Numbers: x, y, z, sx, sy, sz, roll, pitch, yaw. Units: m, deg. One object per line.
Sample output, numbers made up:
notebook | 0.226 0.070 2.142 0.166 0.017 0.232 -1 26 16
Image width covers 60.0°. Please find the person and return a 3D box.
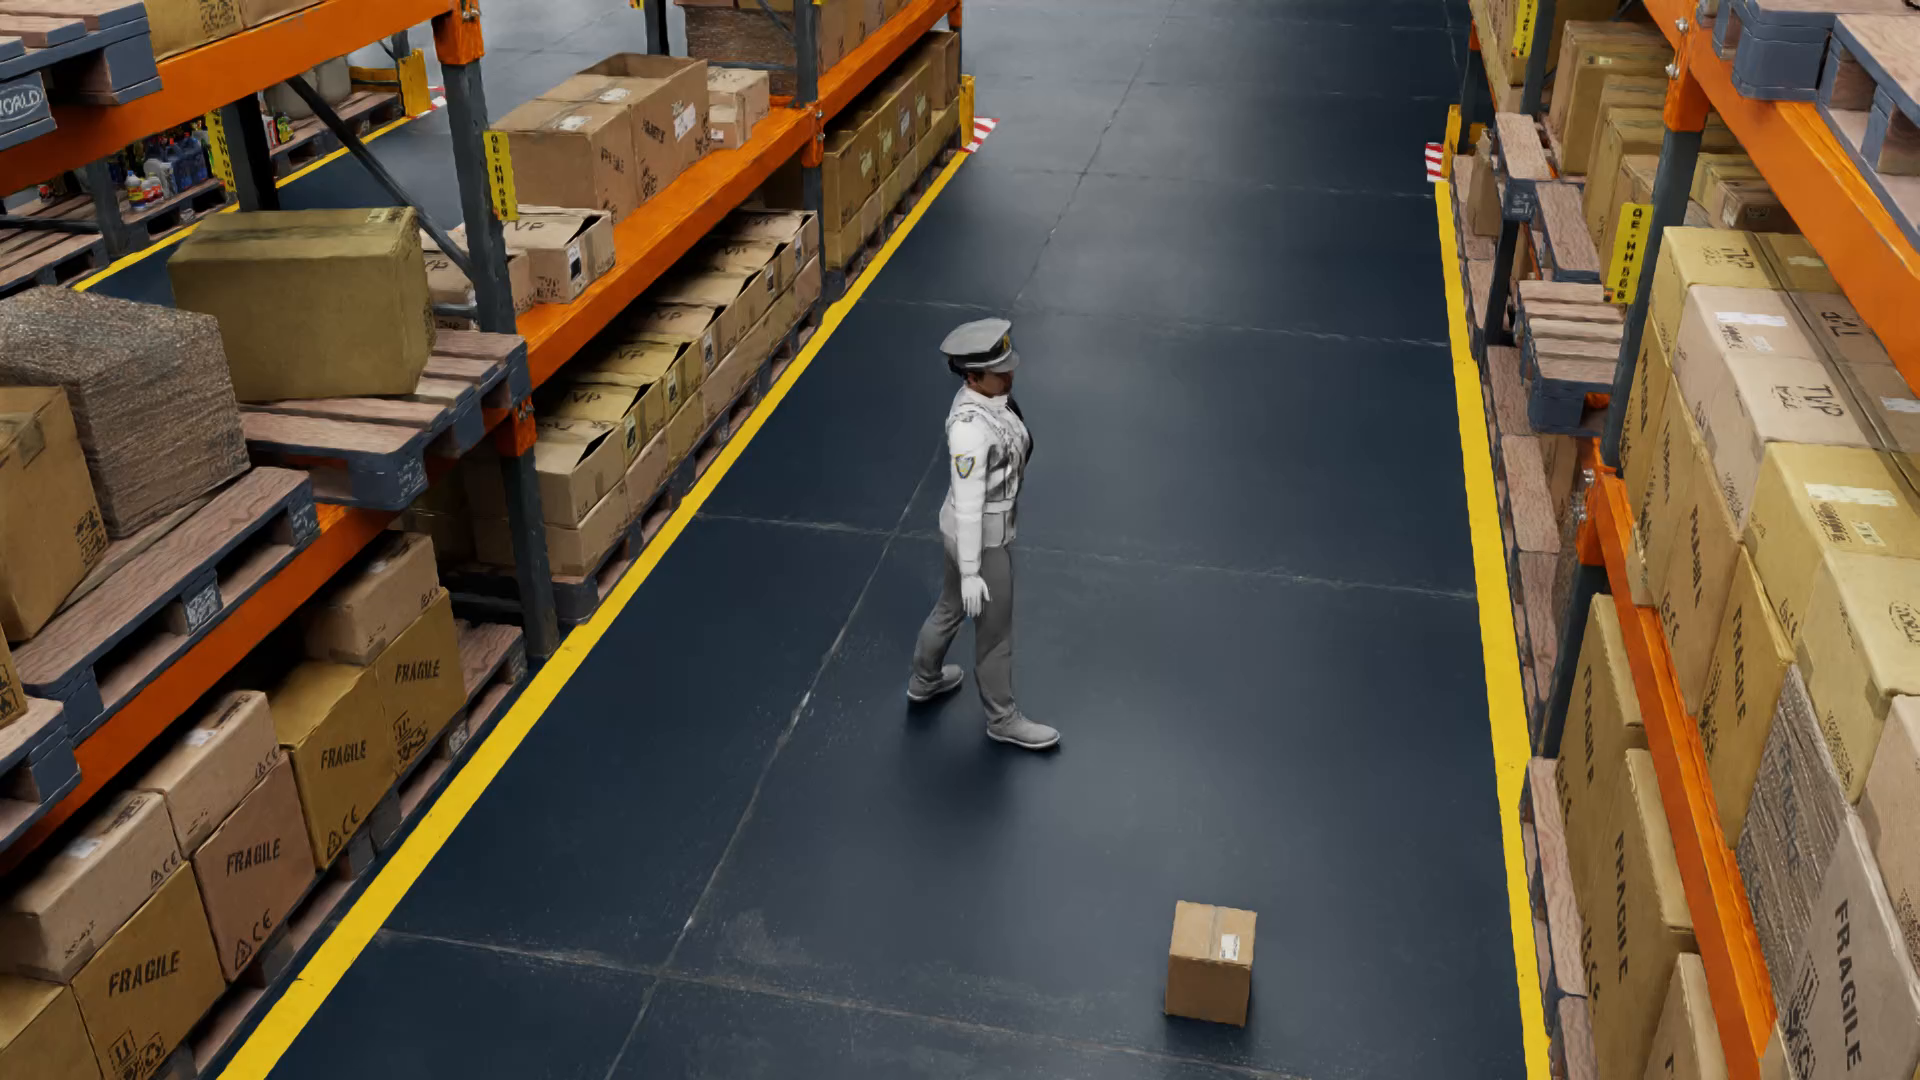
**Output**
person | 0.084 -0.005 6.104 0.613 1.664 0.678 2 29 3
